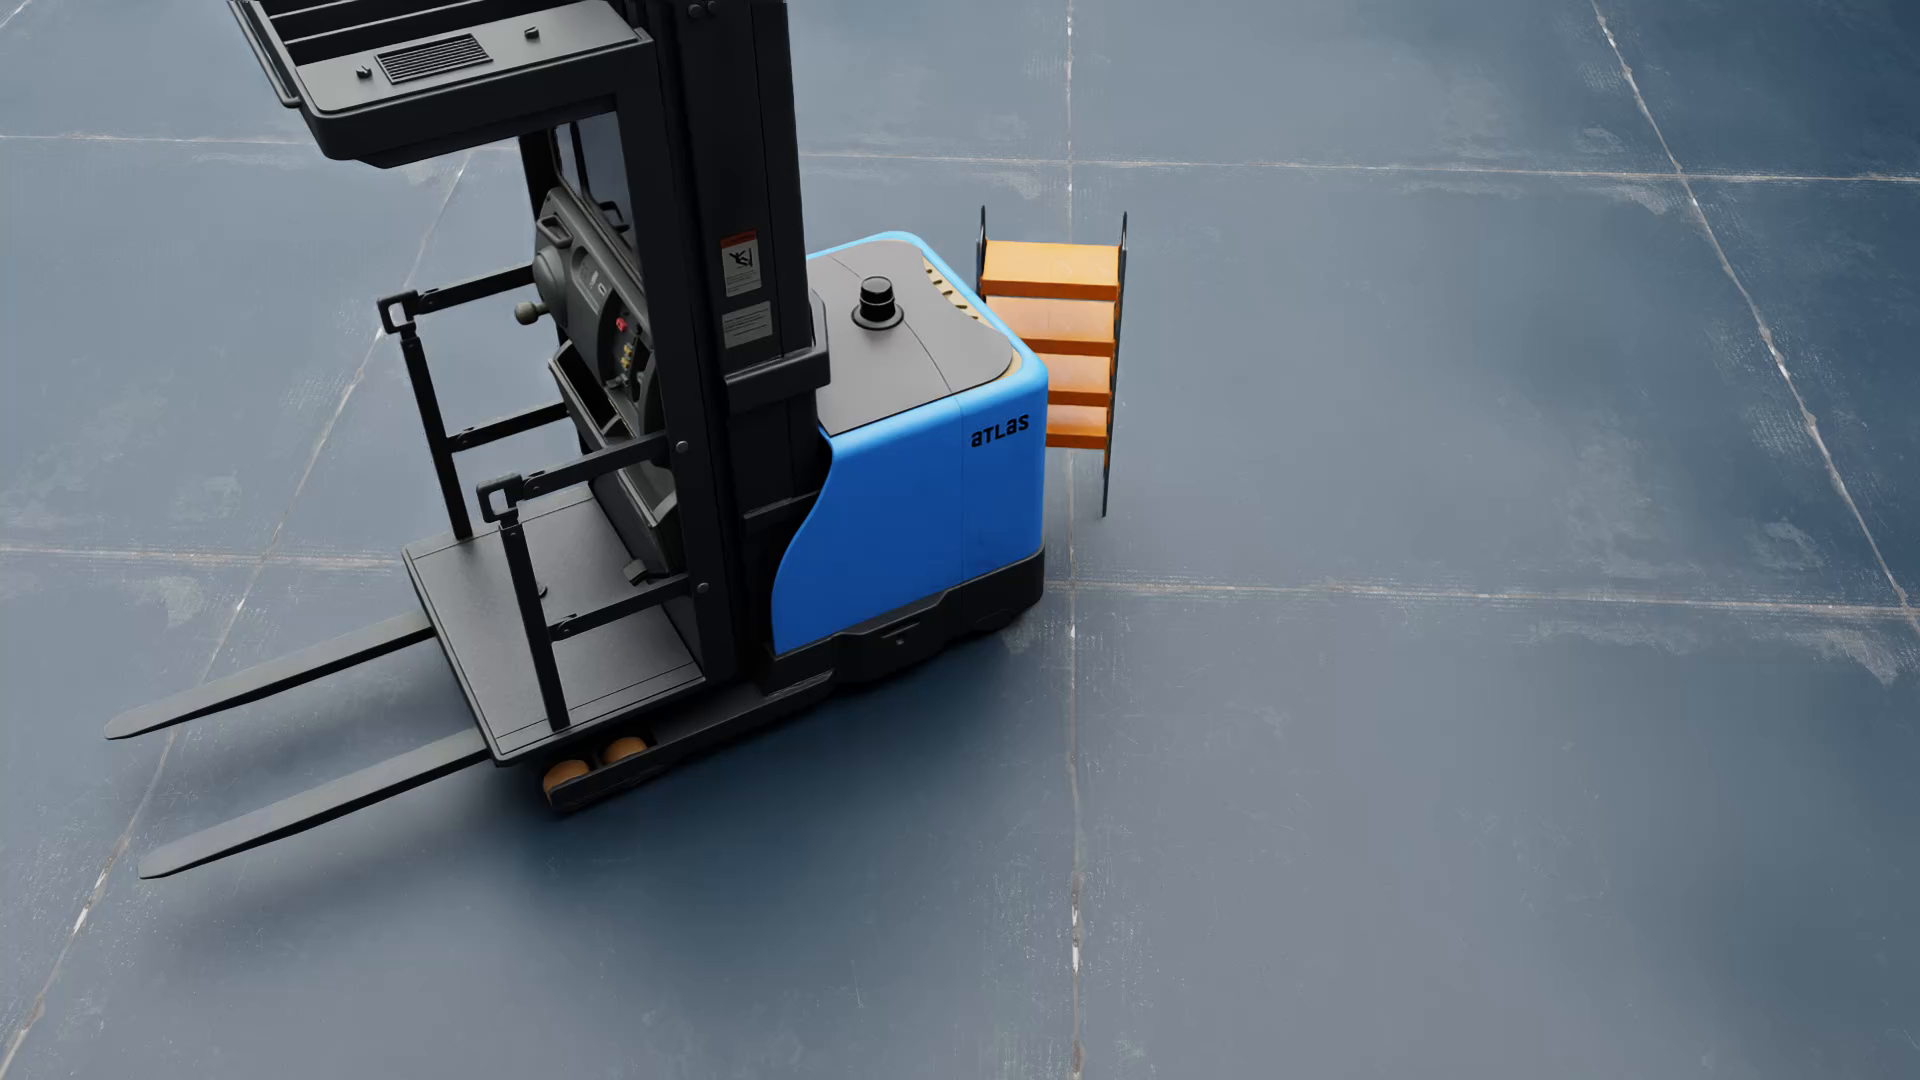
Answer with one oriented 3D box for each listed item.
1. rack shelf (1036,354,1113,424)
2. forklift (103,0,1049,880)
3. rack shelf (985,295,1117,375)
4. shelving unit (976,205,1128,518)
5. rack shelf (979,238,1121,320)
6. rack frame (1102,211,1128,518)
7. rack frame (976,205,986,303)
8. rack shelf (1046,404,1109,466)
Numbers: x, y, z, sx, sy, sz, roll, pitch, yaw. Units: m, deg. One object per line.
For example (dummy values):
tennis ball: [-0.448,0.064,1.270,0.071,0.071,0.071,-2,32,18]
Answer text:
rack shelf: [0.315,-0.571,6.081,0.480,0.148,0.258,3,43,3]
forklift: [-1.241,-0.622,4.767,3.031,2.935,1.130,-21,47,-21]
rack shelf: [0.315,-0.735,5.929,0.480,0.148,0.258,3,43,3]
shelving unit: [0.315,-0.620,6.036,0.503,1.200,0.258,3,43,3]
rack shelf: [0.315,-0.908,5.768,0.480,0.148,0.258,3,43,3]
rack frame: [0.558,-0.607,6.021,0.015,1.200,0.240,3,43,3]
rack frame: [0.072,-0.634,6.050,0.015,1.200,0.240,3,43,3]
rack shelf: [0.315,-0.426,6.217,0.480,0.148,0.258,3,43,3]
